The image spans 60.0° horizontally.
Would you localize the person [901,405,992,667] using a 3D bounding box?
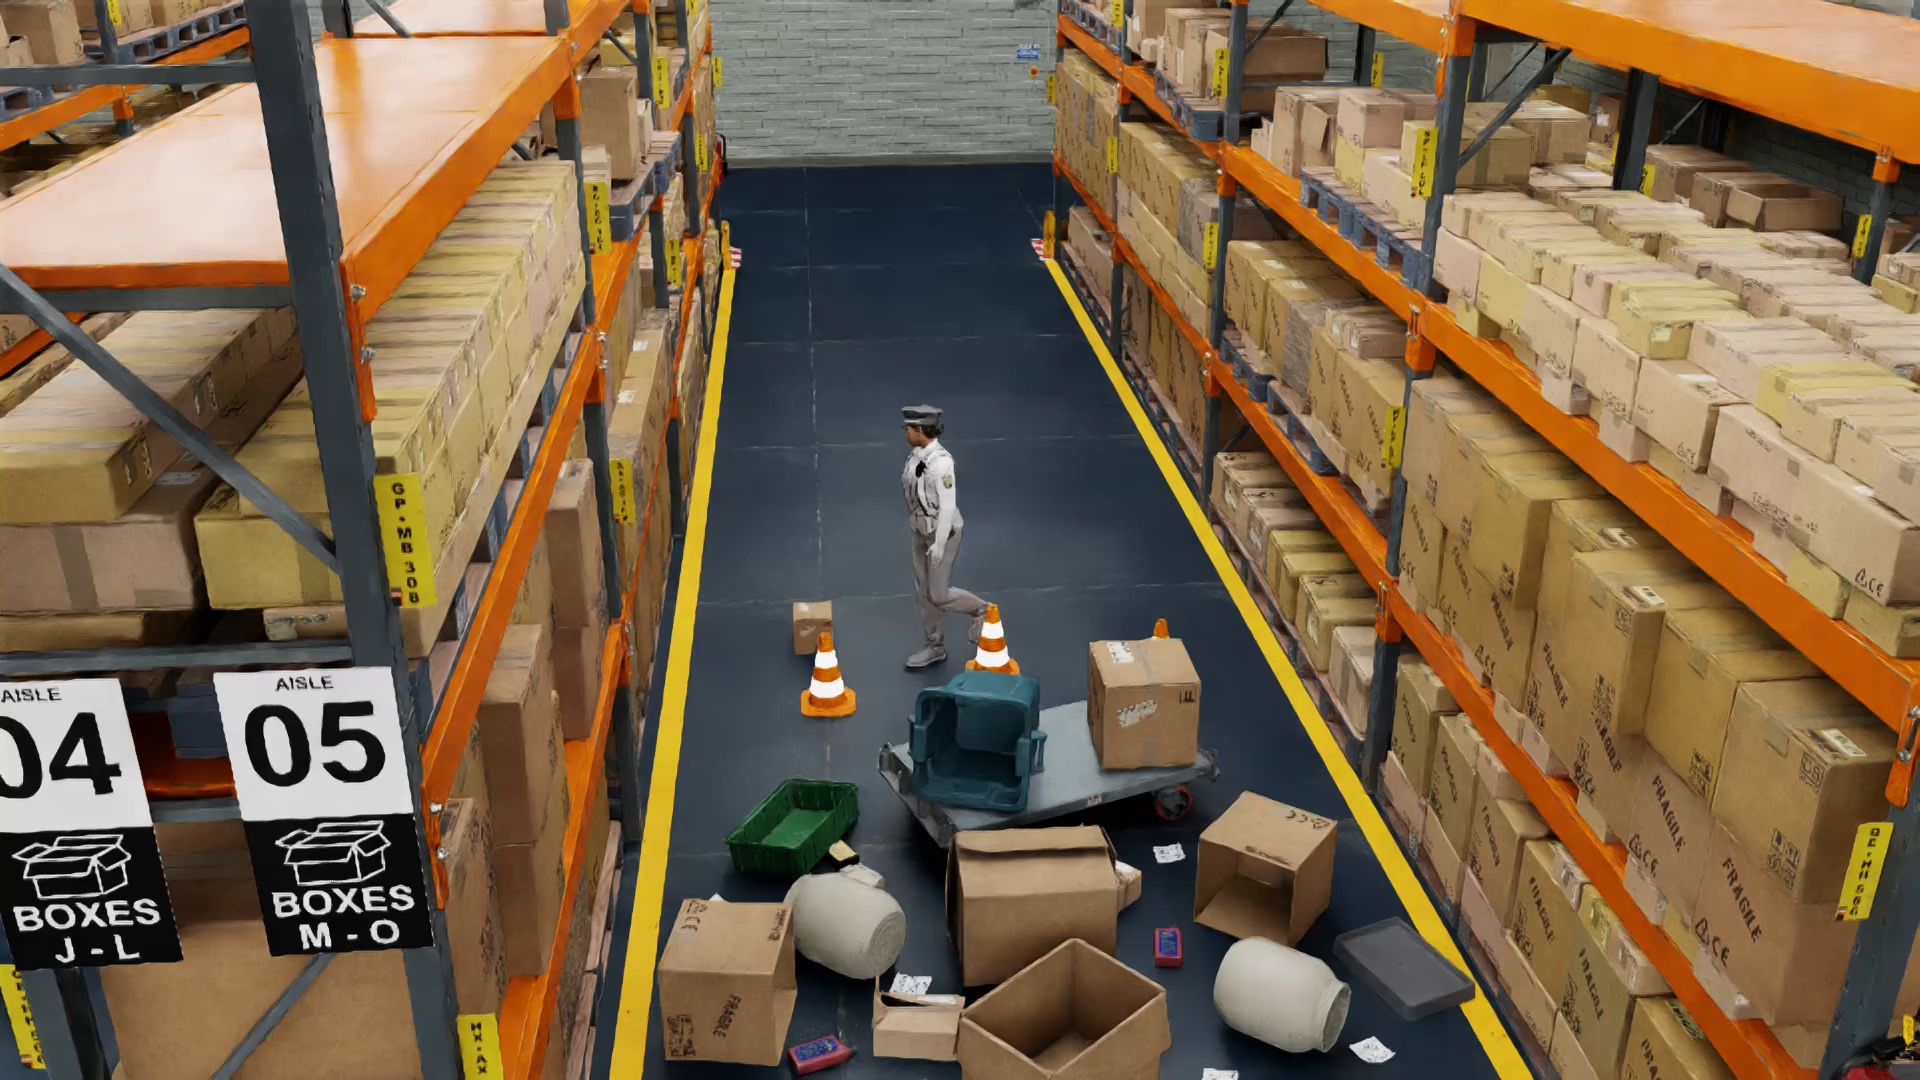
[{"bbox_3d":[-0.121,-0.047,10.424,0.634,1.638,0.517,-13,27,-26],"label":"person"}]
